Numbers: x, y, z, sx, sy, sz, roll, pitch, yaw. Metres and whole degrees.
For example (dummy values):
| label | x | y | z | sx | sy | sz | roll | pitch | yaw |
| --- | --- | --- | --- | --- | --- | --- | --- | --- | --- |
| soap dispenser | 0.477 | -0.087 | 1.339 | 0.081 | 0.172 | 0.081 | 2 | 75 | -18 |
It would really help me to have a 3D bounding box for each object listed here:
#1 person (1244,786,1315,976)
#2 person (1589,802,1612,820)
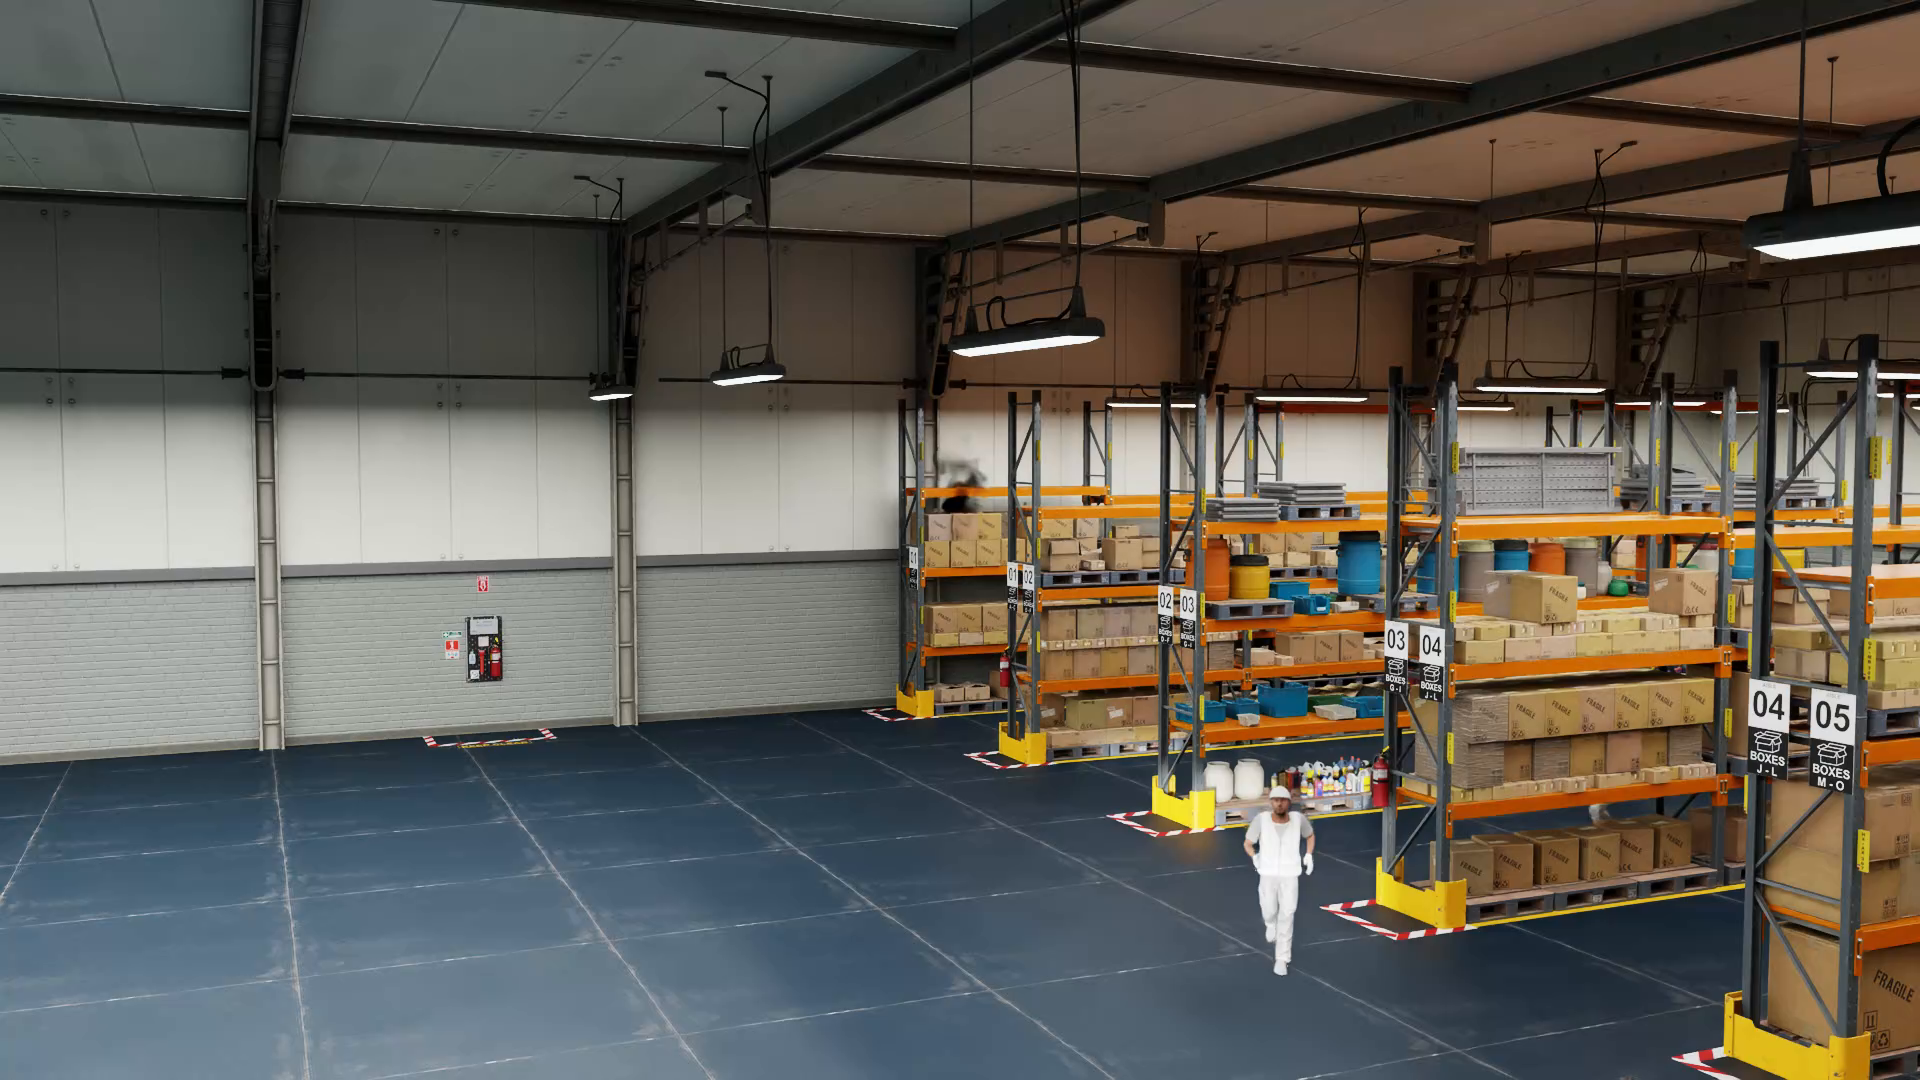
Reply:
| label | x | y | z | sx | sy | sz | roll | pitch | yaw |
| --- | --- | --- | --- | --- | --- | --- | --- | --- | --- |
| person | 3.165 | 3.310 | 16.467 | 0.696 | 1.777 | 0.942 | 1 | 3 | 11 |
| person | 8.047 | 3.063 | 20.896 | 0.682 | 1.768 | 0.693 | -2 | 4 | -28 |
